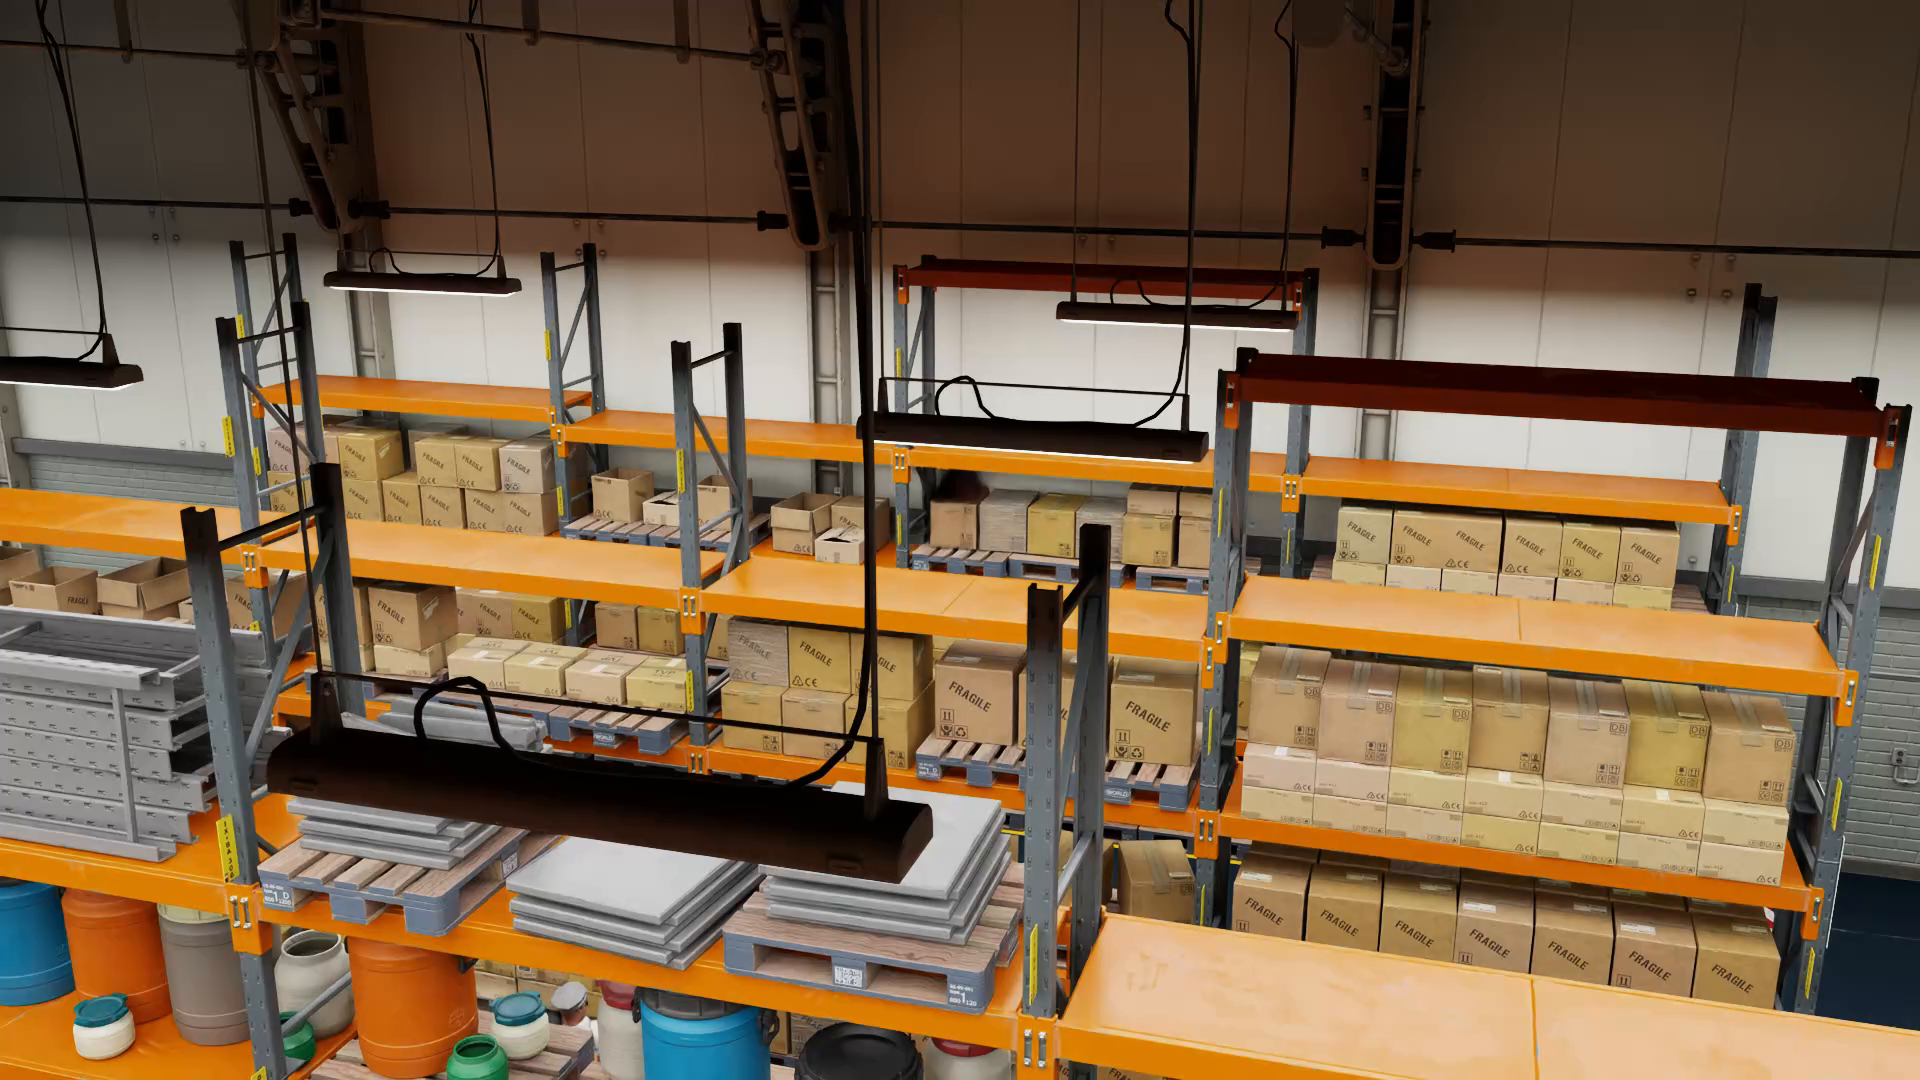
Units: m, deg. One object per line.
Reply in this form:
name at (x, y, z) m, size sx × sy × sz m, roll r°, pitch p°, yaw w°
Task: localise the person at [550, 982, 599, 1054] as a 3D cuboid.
person at (-2.634, 3.952, 11.901) m, size 0.648 × 1.782 × 0.454 m, roll -4°, pitch 17°, yaw -13°
